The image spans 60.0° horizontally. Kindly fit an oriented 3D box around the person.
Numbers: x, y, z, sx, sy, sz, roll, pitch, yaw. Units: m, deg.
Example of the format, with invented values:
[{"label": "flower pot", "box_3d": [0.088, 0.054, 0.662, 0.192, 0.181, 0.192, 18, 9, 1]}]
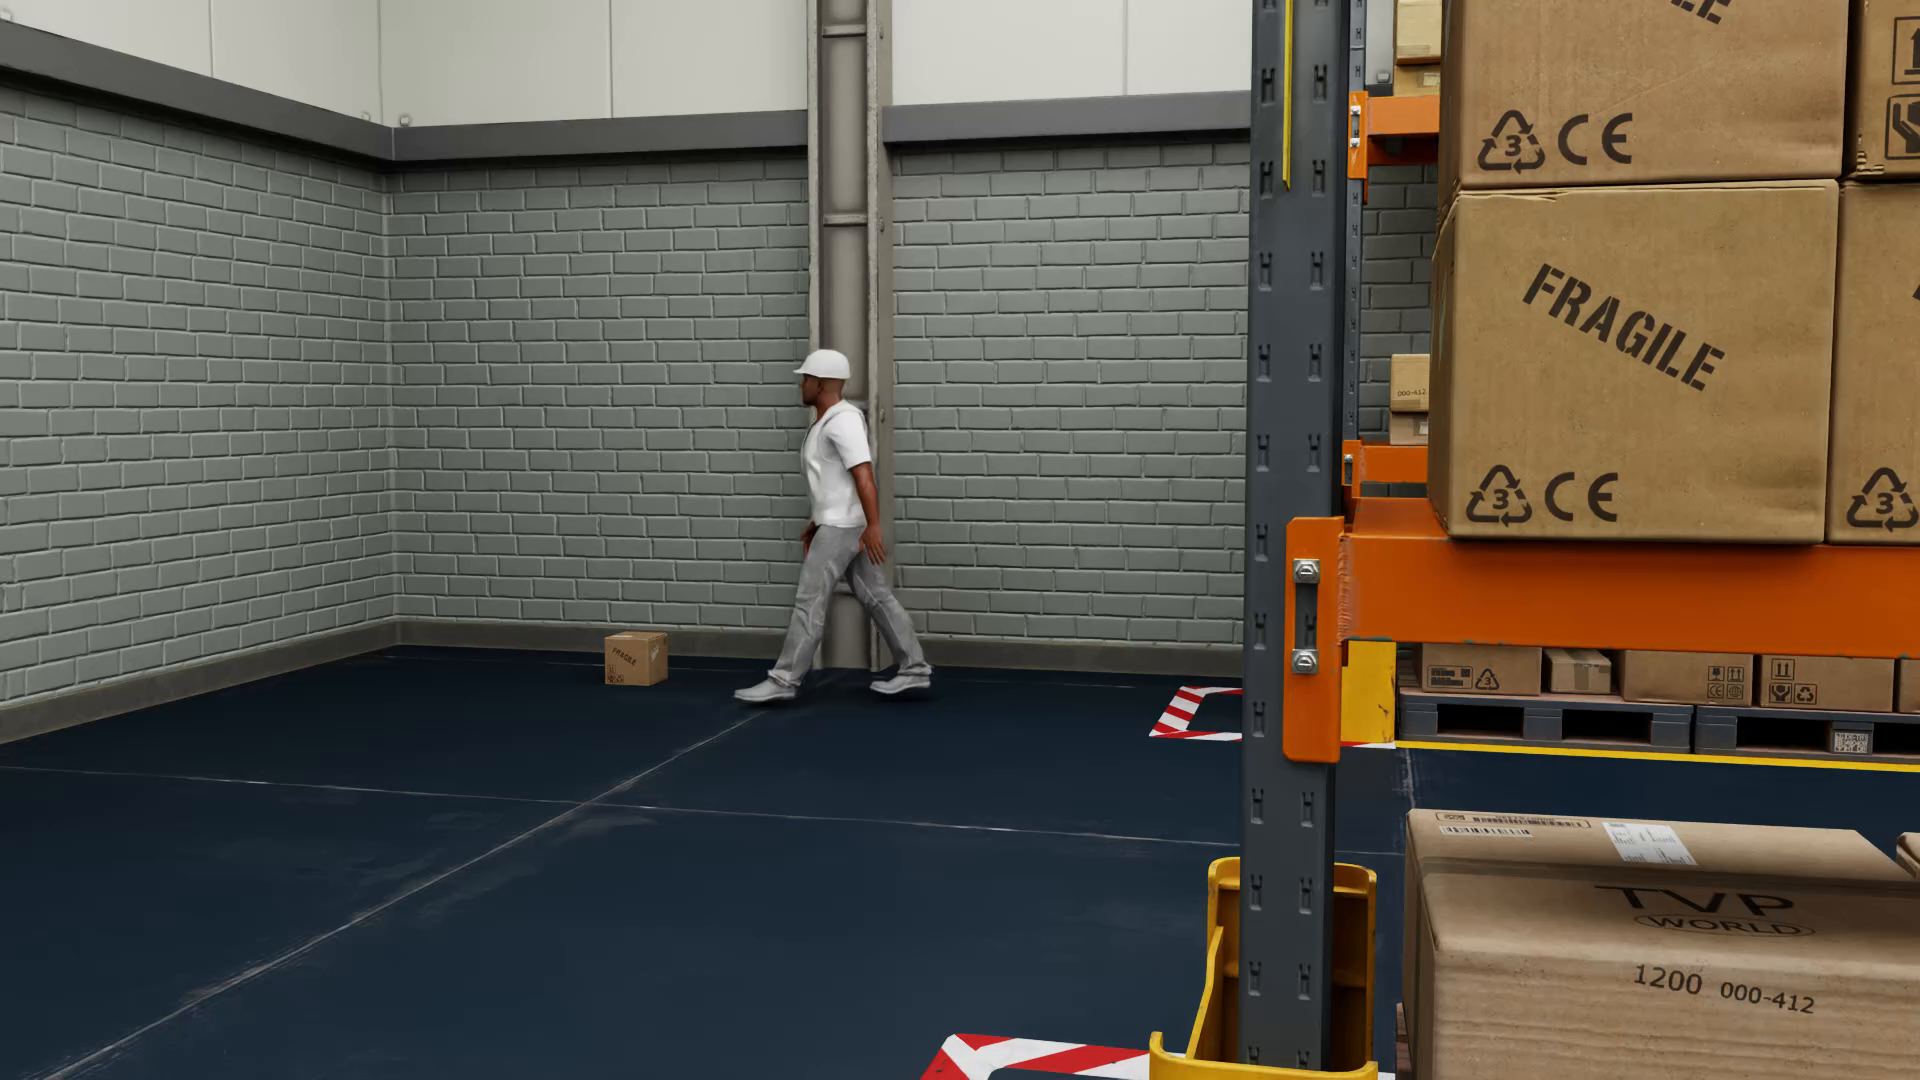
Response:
[{"label": "person", "box_3d": [-0.620, -0.082, 8.228, 0.967, 1.709, 0.615, 0, 5, 0]}]
